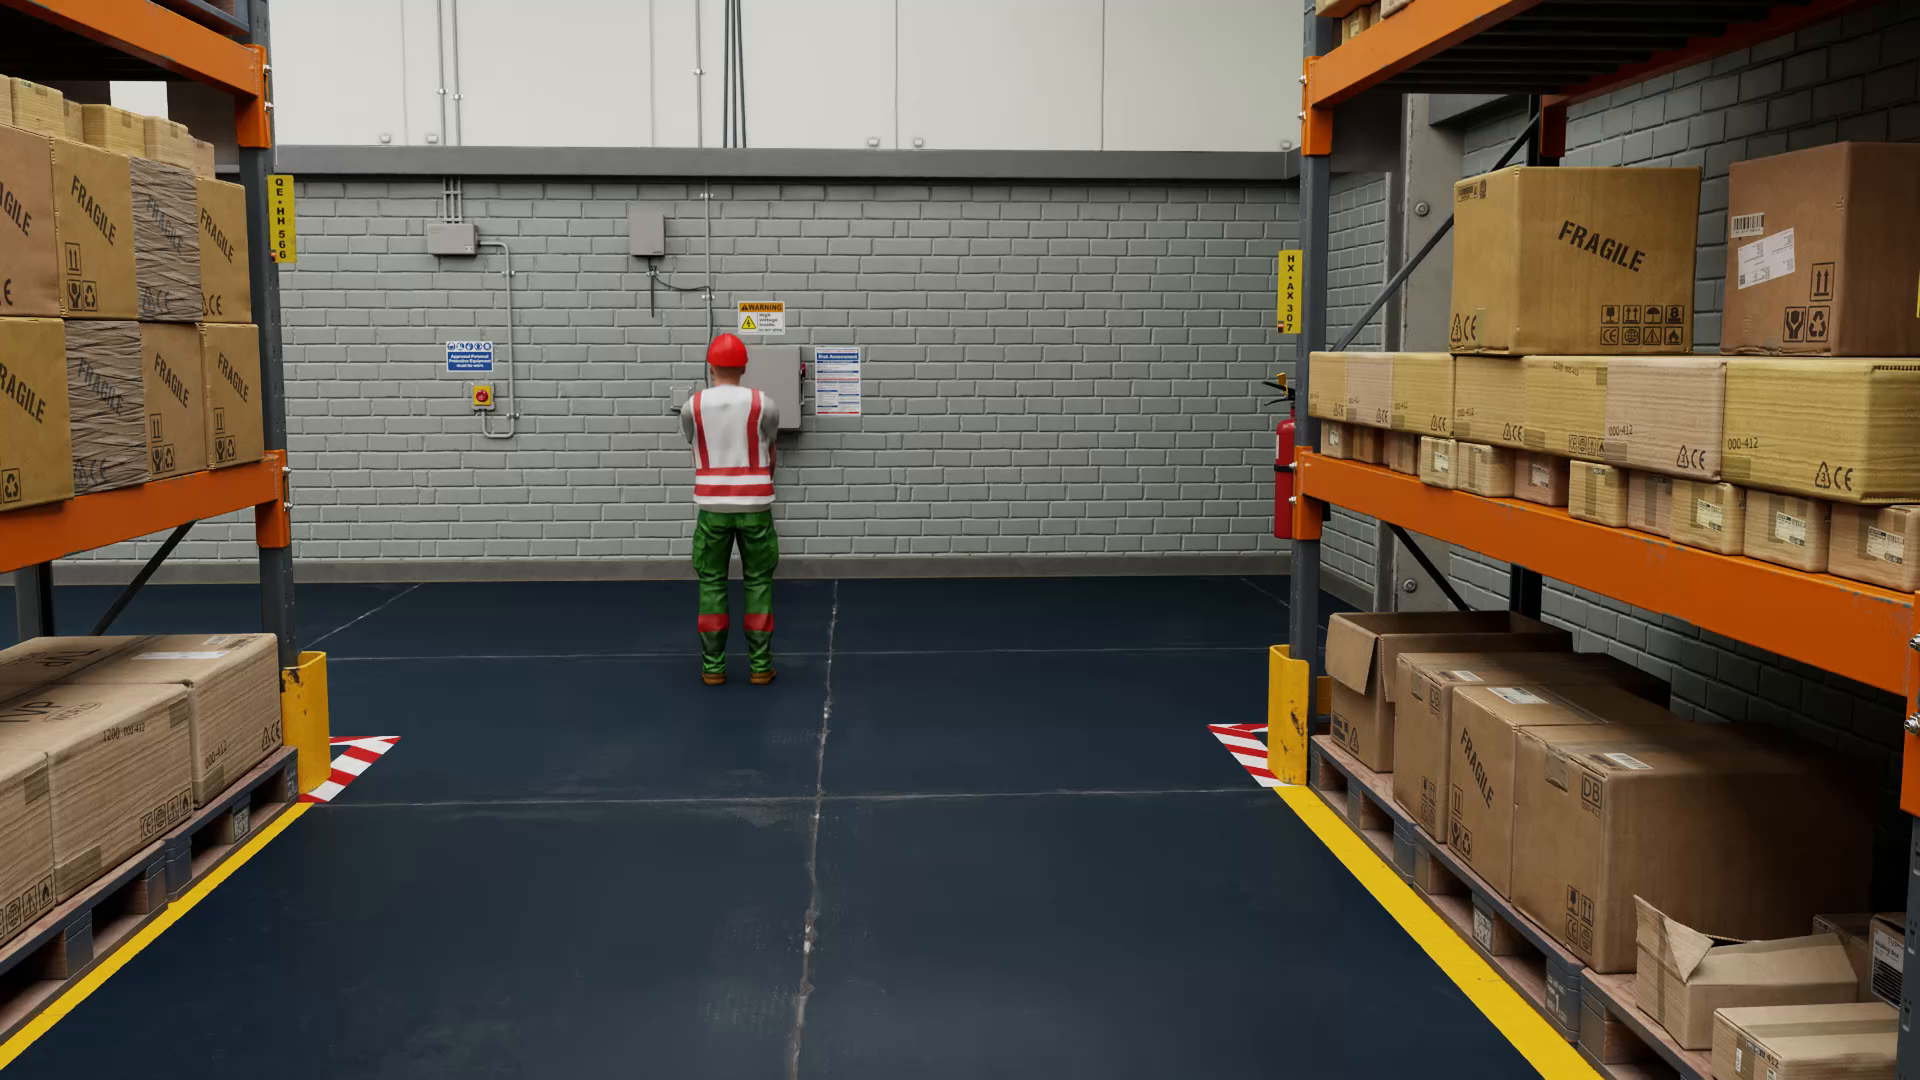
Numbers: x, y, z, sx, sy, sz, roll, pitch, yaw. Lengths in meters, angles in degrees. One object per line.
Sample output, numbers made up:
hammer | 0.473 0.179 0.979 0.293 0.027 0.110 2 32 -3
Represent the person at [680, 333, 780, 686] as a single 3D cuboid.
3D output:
person | -1.166 -0.168 8.570 0.494 1.784 0.555 0 7 -3
